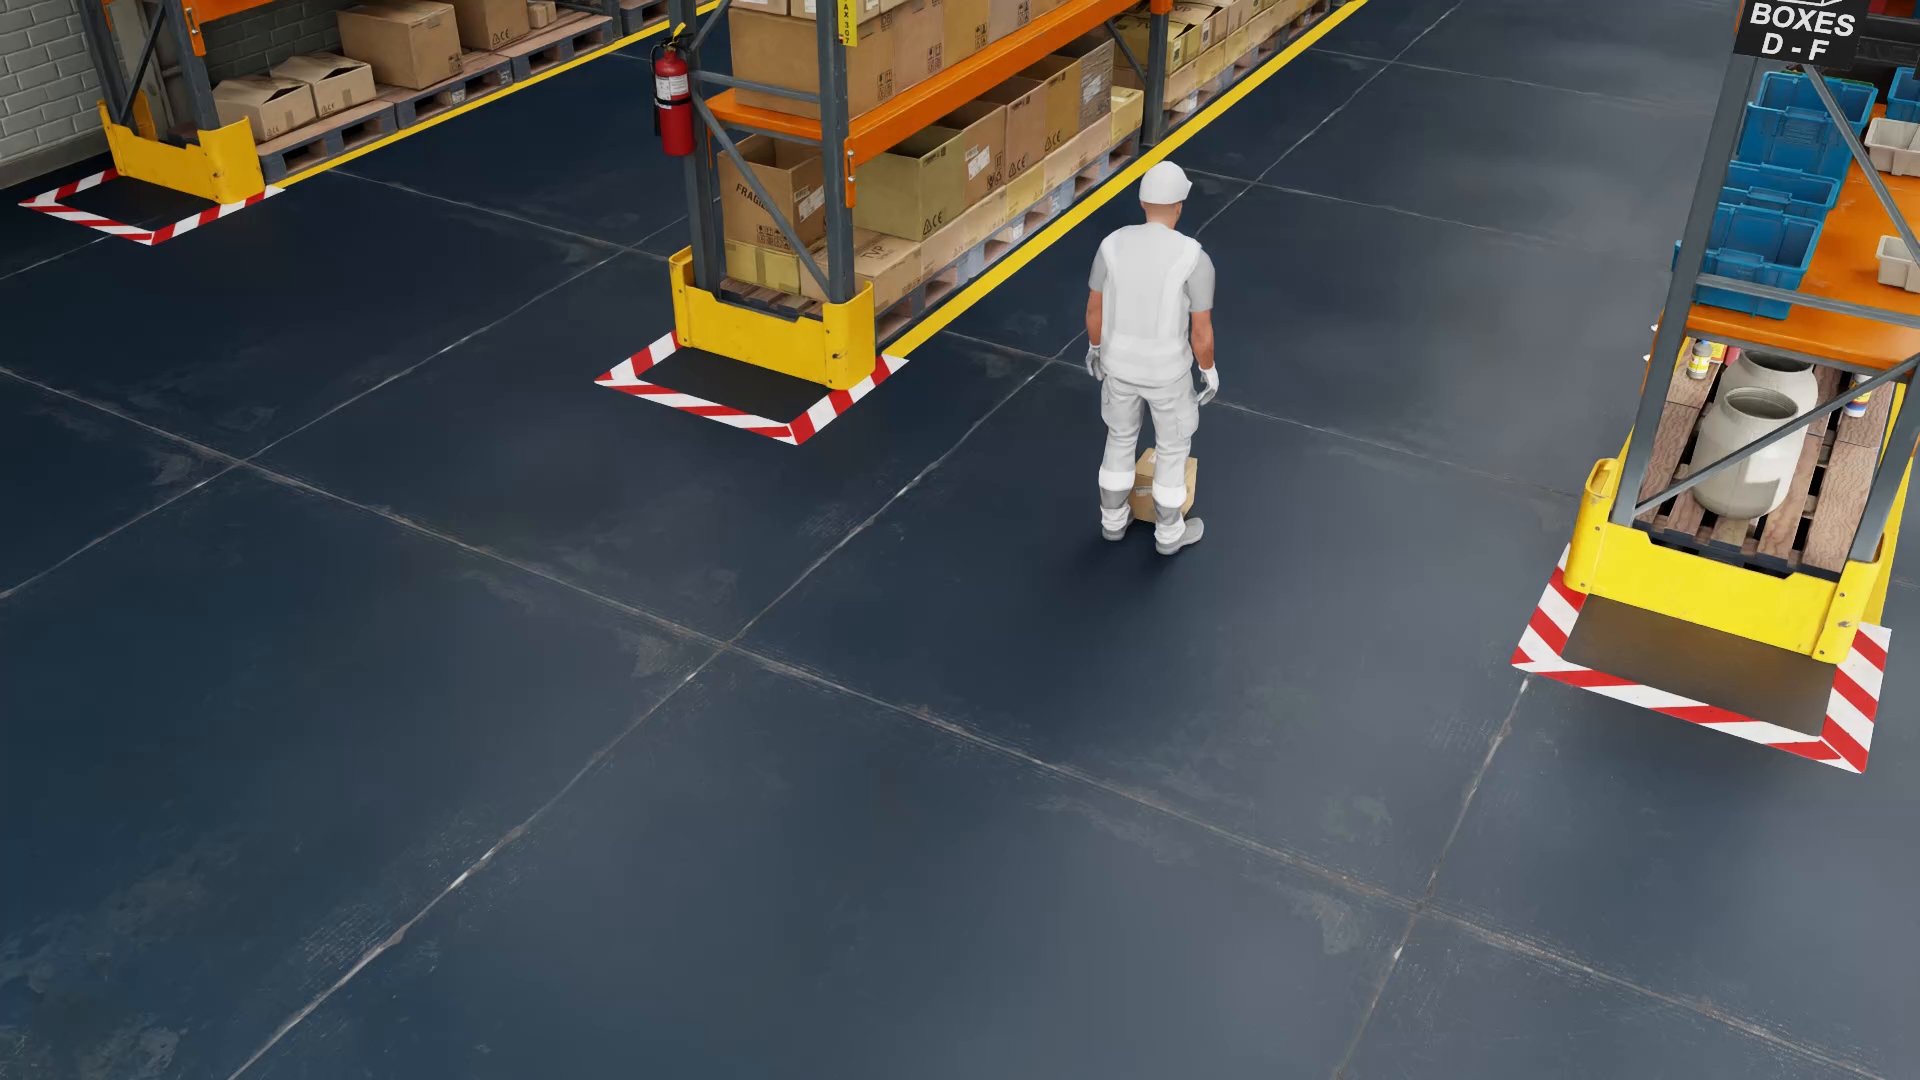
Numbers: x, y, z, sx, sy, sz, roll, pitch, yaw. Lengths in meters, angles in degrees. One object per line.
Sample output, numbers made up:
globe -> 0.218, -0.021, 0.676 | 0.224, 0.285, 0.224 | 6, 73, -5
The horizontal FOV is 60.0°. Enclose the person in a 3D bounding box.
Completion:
person -> 0.837, -0.776, 7.286 | 0.619, 1.779, 0.455 | 17, 37, 23
